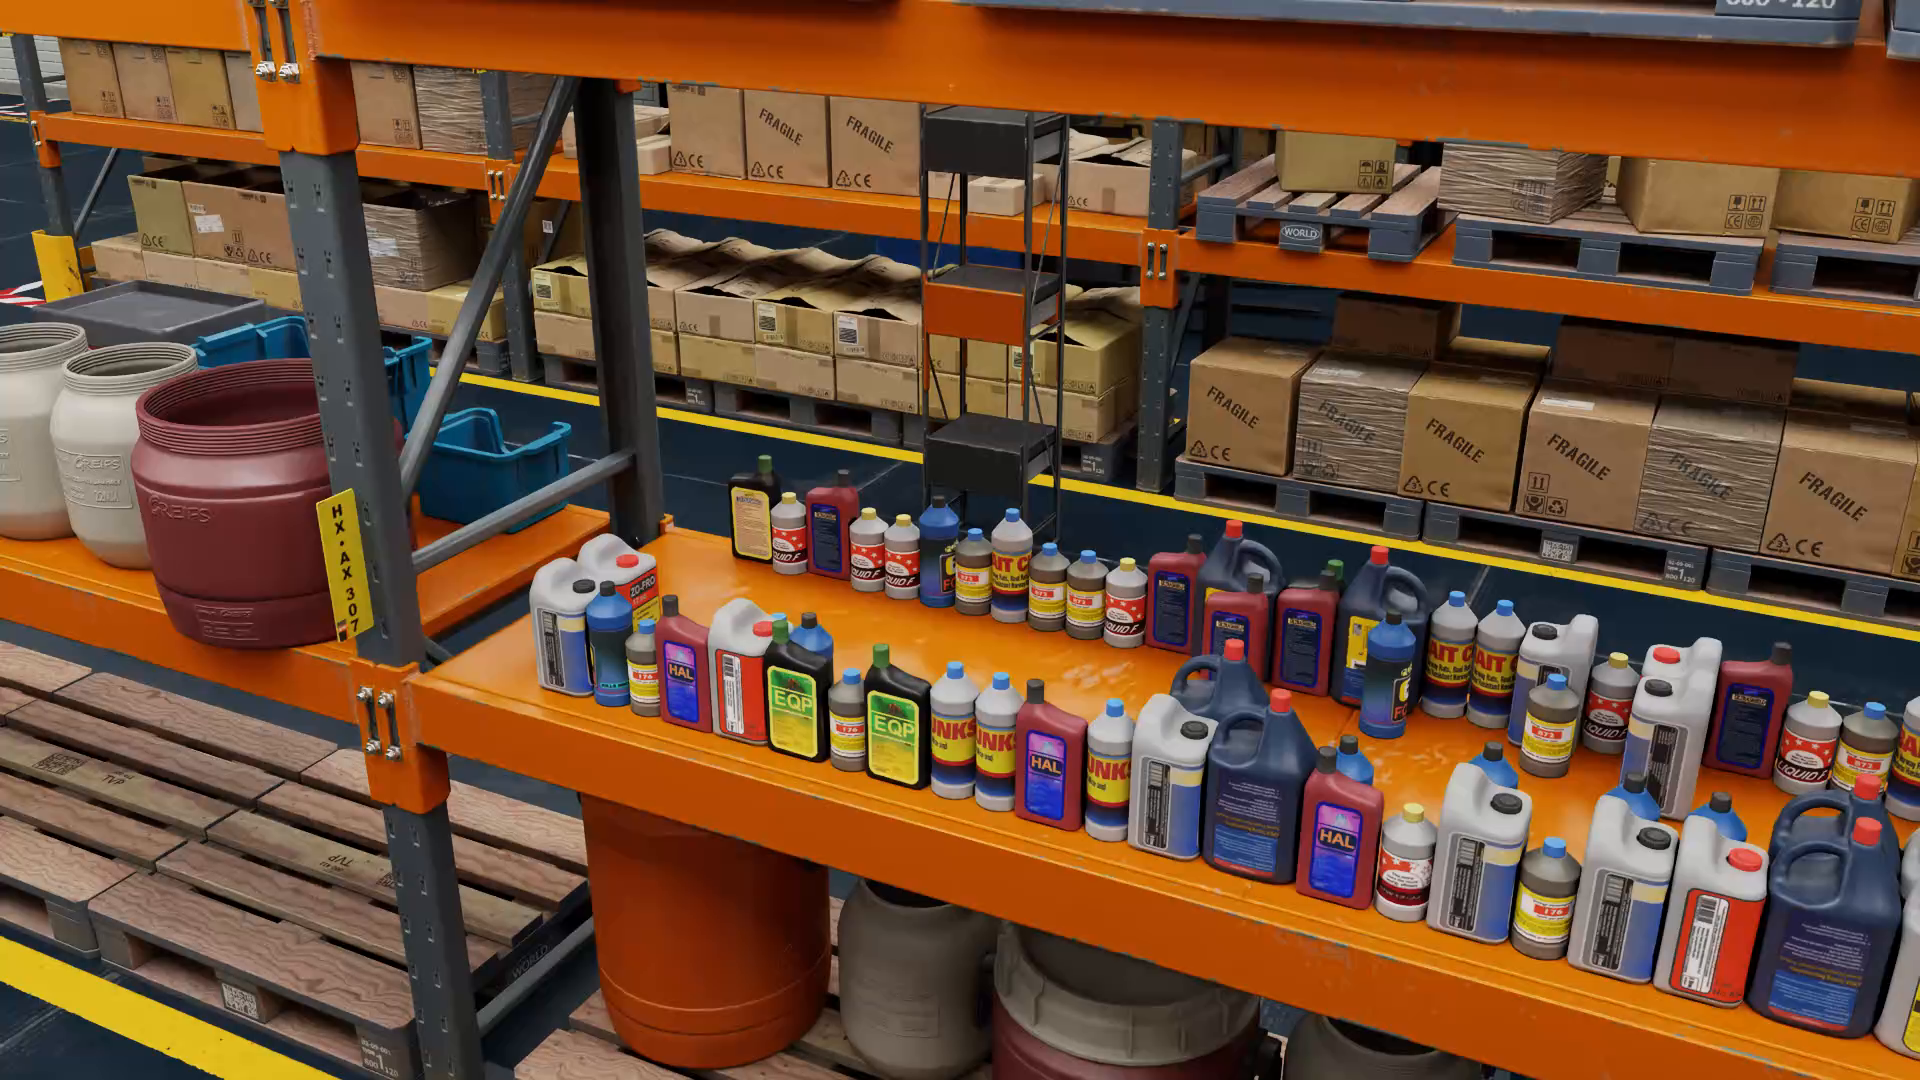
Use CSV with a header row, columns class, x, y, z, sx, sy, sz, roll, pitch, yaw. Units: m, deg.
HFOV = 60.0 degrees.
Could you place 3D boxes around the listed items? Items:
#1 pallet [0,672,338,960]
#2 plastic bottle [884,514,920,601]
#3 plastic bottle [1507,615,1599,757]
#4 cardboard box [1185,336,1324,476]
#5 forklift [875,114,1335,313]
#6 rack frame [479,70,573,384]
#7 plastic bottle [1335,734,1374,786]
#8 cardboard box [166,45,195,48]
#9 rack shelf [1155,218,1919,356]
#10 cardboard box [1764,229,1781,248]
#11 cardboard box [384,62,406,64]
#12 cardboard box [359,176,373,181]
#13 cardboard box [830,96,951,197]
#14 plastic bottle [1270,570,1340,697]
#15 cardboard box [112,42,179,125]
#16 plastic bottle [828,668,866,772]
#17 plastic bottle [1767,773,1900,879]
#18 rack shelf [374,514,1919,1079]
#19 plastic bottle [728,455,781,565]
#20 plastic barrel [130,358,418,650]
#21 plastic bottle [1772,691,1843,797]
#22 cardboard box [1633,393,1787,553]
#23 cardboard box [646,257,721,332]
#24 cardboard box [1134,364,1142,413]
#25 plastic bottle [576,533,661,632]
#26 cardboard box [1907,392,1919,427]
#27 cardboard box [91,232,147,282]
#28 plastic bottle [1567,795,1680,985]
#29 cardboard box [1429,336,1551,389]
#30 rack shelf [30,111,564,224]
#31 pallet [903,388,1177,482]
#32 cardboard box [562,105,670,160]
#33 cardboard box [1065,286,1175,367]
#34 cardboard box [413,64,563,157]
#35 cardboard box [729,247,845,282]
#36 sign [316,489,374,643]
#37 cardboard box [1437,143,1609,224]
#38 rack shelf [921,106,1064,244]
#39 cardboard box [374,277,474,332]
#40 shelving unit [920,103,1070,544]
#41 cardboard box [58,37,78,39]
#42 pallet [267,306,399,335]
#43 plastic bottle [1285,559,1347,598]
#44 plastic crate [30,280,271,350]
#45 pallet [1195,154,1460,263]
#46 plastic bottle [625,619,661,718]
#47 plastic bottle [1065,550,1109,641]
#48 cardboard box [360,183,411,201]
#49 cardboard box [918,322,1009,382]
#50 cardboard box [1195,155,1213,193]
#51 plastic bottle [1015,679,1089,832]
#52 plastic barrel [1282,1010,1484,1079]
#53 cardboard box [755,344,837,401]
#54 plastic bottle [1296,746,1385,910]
class,x,y,z,sx,sy,sz,roll,pitch,yaw
pallet,-2.837,0.855,5.469,1.213,0.211,1.003,11,25,25
plastic bottle,-0.138,0.037,4.084,0.097,0.201,0.097,0,23,0
plastic bottle,1.217,0.283,3.411,0.135,0.276,0.152,11,25,25
cardboard box,1.437,-0.663,8.108,0.500,0.500,0.500,12,26,27
forklift,0.986,-2.914,10.857,3.031,2.935,1.130,7,24,17
rack frame,-2.410,-2.497,9.789,0.127,3.000,1.000,11,25,25
plastic bottle,0.683,0.473,2.969,0.097,0.271,0.097,0,23,0
cardboard box,-4.805,-3.222,10.536,0.250,0.149,0.380,10,25,23
rack shelf,2.945,-1.107,7.439,4.000,0.370,1.077,11,25,25
cardboard box,5.528,-2.245,11.406,0.750,0.750,0.750,12,26,26
cardboard box,-3.204,-2.905,9.791,0.250,0.149,0.380,10,25,23
cardboard box,-4.022,-2.226,11.169,0.500,0.500,0.500,11,25,25
cardboard box,-0.345,-2.128,8.792,0.500,0.500,0.500,10,25,22
plastic bottle,0.752,0.194,3.611,0.133,0.283,0.061,11,25,25
cardboard box,-5.098,-3.072,11.012,0.500,0.500,0.700,12,26,26
plastic bottle,-0.215,0.354,3.338,0.097,0.201,0.097,0,23,0
plastic bottle,1.423,0.536,2.719,0.185,0.351,0.144,11,25,25
rack shelf,0.706,0.623,3.372,4.000,0.370,1.077,11,25,25
plastic bottle,-0.525,-0.086,4.267,0.133,0.283,0.061,11,25,25
plastic barrel,-1.629,-0.100,3.979,0.708,0.536,0.600,11,25,25
plastic bottle,1.659,0.392,3.249,0.097,0.201,0.097,0,23,0
cardboard box,3.275,-0.303,7.261,0.500,0.500,0.500,12,26,25
cardboard box,-1.709,-1.433,9.547,0.500,0.311,0.500,11,25,24
cardboard box,0.825,-0.914,9.043,0.500,0.250,0.500,11,25,24
plastic bottle,-0.770,0.132,3.766,0.135,0.276,0.152,11,25,25
cardboard box,4.408,-0.307,7.272,0.500,0.500,0.500,10,25,22
cardboard box,-5.601,-1.959,11.501,0.500,0.250,0.500,11,25,25
plastic bottle,1.097,0.568,2.741,0.135,0.276,0.152,11,25,25
cardboard box,2.562,-0.668,8.121,0.500,0.500,0.500,10,25,23
rack shelf,-4.195,-2.519,10.760,4.000,0.370,1.077,11,25,25
pallet,0.443,-0.667,9.048,1.213,0.211,1.003,11,25,25
cardboard box,-1.951,-2.357,9.650,0.500,0.250,0.500,13,26,28
cardboard box,0.825,-1.172,8.933,0.500,0.311,0.500,12,26,26
cardboard box,-2.809,-2.619,9.949,0.500,0.500,0.700,10,25,23
cardboard box,-1.008,-1.533,9.783,0.500,0.311,0.500,11,25,24
sign,-1.320,0.057,3.575,0.005,0.325,0.100,11,25,25
cardboard box,2.503,-1.730,7.321,0.500,0.500,0.700,17,28,34
rack shelf,0.148,-1.569,7.002,0.480,0.518,0.431,11,25,25
cardboard box,-3.364,-1.522,10.474,0.500,0.250,0.500,11,25,25
shelving unit,0.148,-0.937,7.270,0.503,2.100,0.431,11,25,25
cardboard box,-5.727,-3.404,10.964,0.250,0.149,0.380,11,25,24
pallet,-4.194,-1.584,11.205,1.213,0.211,1.003,11,25,25
plastic bottle,0.779,0.173,3.661,0.133,0.283,0.061,11,25,25
plastic crate,-2.383,-0.483,4.972,0.583,0.464,0.402,11,25,25
pallet,1.796,-1.607,7.942,1.003,0.211,1.213,11,25,25
plastic bottle,-0.660,0.266,3.545,0.097,0.201,0.097,0,23,0
plastic bottle,0.297,0.123,3.882,0.097,0.201,0.097,0,23,0
cardboard box,-3.811,-1.955,10.533,0.500,0.500,0.500,11,25,25
cardboard box,0.114,-1.073,8.700,0.500,0.311,0.500,11,25,24
cardboard box,1.862,-2.892,13.350,0.500,0.500,0.700,11,25,24
plastic bottle,0.172,0.401,3.123,0.133,0.283,0.061,11,25,25
plastic barrel,0.918,1.238,3.648,0.421,0.512,0.421,0,23,0
cardboard box,-0.789,-0.996,9.236,0.500,0.250,0.500,12,26,26
plastic bottle,0.663,0.498,2.894,0.133,0.283,0.061,11,25,25
